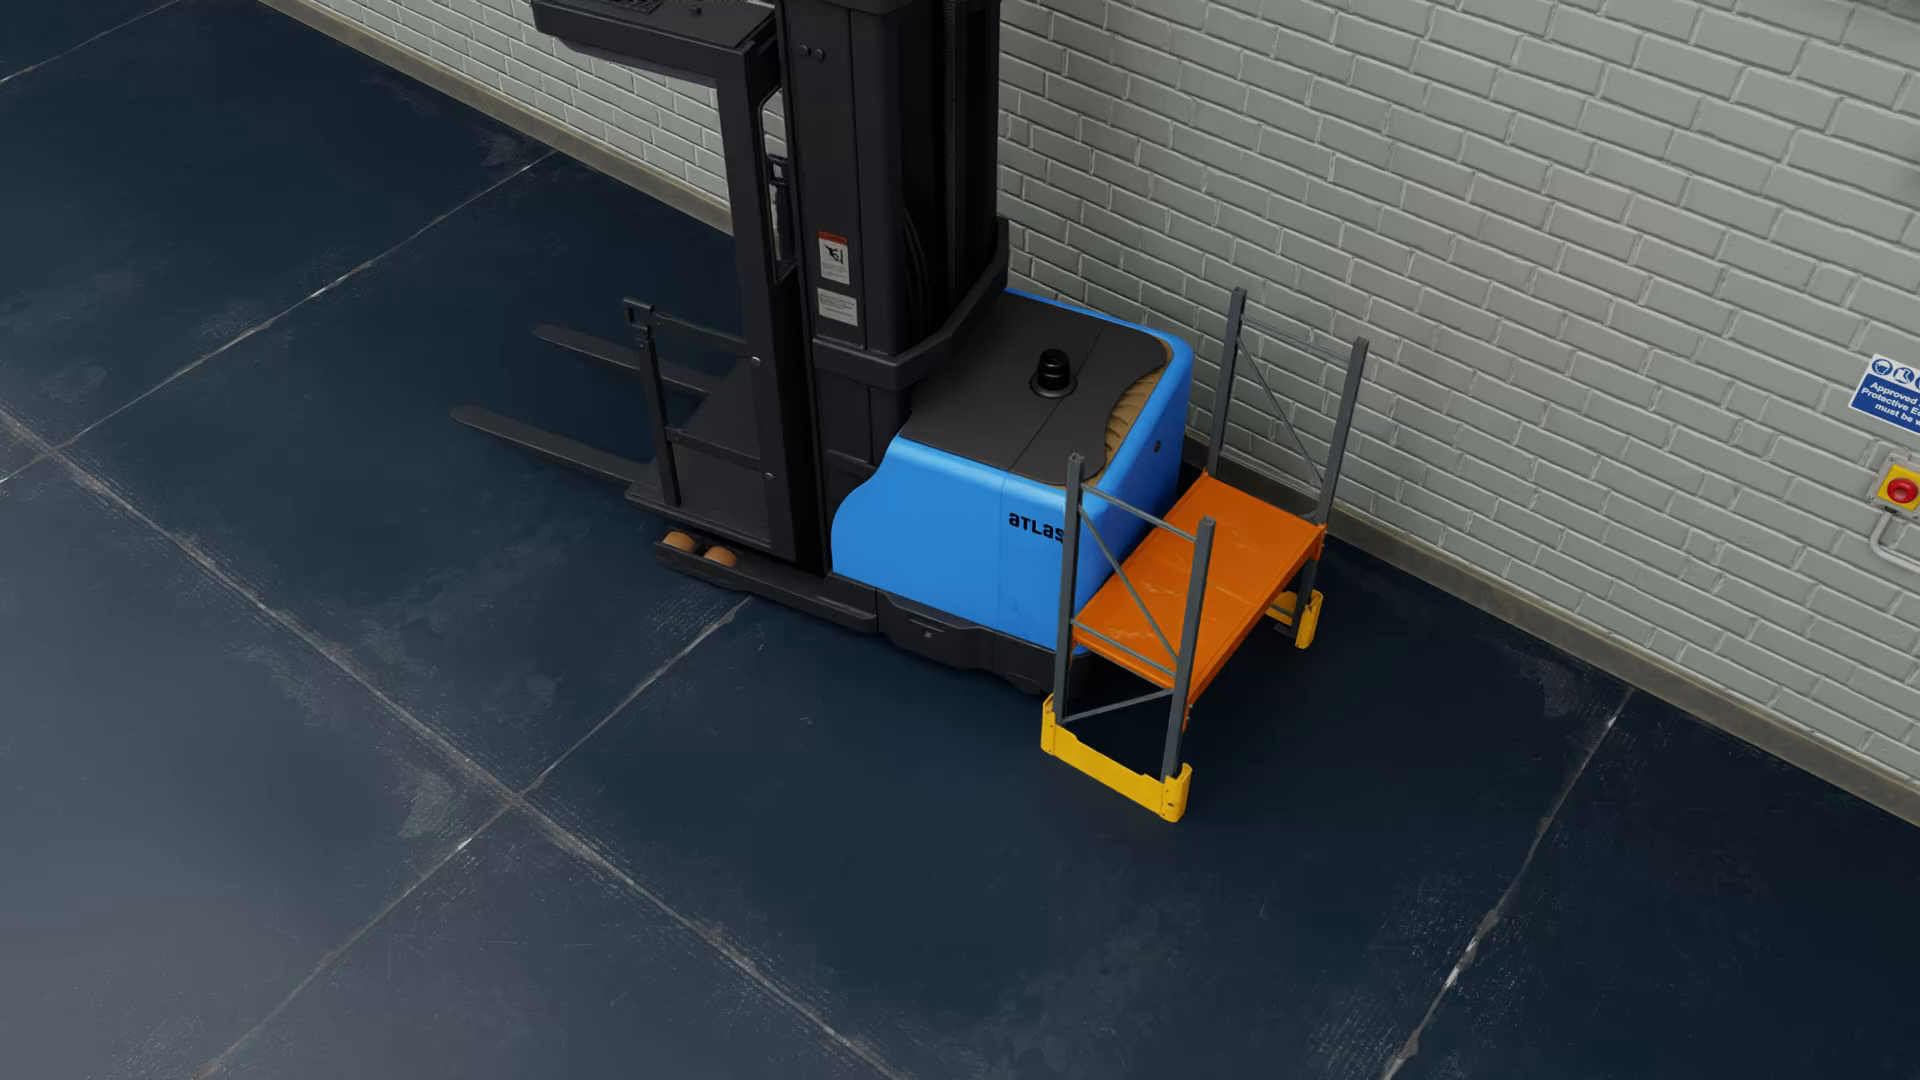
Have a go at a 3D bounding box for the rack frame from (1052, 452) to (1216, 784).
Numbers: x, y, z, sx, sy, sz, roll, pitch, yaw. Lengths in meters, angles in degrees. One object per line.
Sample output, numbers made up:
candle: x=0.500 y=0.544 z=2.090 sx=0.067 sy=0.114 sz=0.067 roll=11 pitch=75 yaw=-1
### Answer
rack frame: x=0.543 y=0.363 z=5.531 sx=0.500 sy=1.500 sz=0.032 roll=27 pitch=52 yaw=24

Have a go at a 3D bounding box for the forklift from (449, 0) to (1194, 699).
forklift: x=-0.679 y=-1.150 z=5.986 sx=3.031 sy=2.935 sz=1.130 roll=19 pitch=49 yaw=17

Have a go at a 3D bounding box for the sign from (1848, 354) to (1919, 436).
sign: x=2.905 y=-0.420 z=5.055 sx=0.327 sy=0.218 sz=0.001 roll=29 pitch=53 yaw=25

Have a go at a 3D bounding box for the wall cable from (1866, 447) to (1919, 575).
wall cable: x=2.906 y=-0.632 z=4.720 sx=0.585 sy=1.953 sz=0.123 roll=29 pitch=53 yaw=25

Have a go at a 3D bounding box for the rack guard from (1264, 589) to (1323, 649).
rack guard: x=1.135 y=0.198 z=6.553 sx=0.587 sy=0.250 sz=0.087 roll=27 pitch=52 yaw=24

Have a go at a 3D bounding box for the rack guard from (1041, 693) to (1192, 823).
rack guard: x=0.555 y=0.783 z=5.994 sx=0.587 sy=0.250 sz=0.087 roll=27 pitch=52 yaw=24

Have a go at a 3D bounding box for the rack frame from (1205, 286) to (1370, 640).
rack frame: x=1.136 y=-0.235 z=6.102 sx=0.500 sy=1.500 sz=0.032 roll=27 pitch=52 yaw=24

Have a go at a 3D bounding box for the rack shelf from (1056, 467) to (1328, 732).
rack shelf: x=0.840 y=0.188 z=5.946 sx=0.538 sy=0.185 sz=1.000 roll=27 pitch=52 yaw=24

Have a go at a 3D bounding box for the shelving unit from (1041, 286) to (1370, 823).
shelving unit: x=0.845 y=0.059 z=5.821 sx=0.587 sy=1.500 sz=1.083 roll=27 pitch=52 yaw=24
